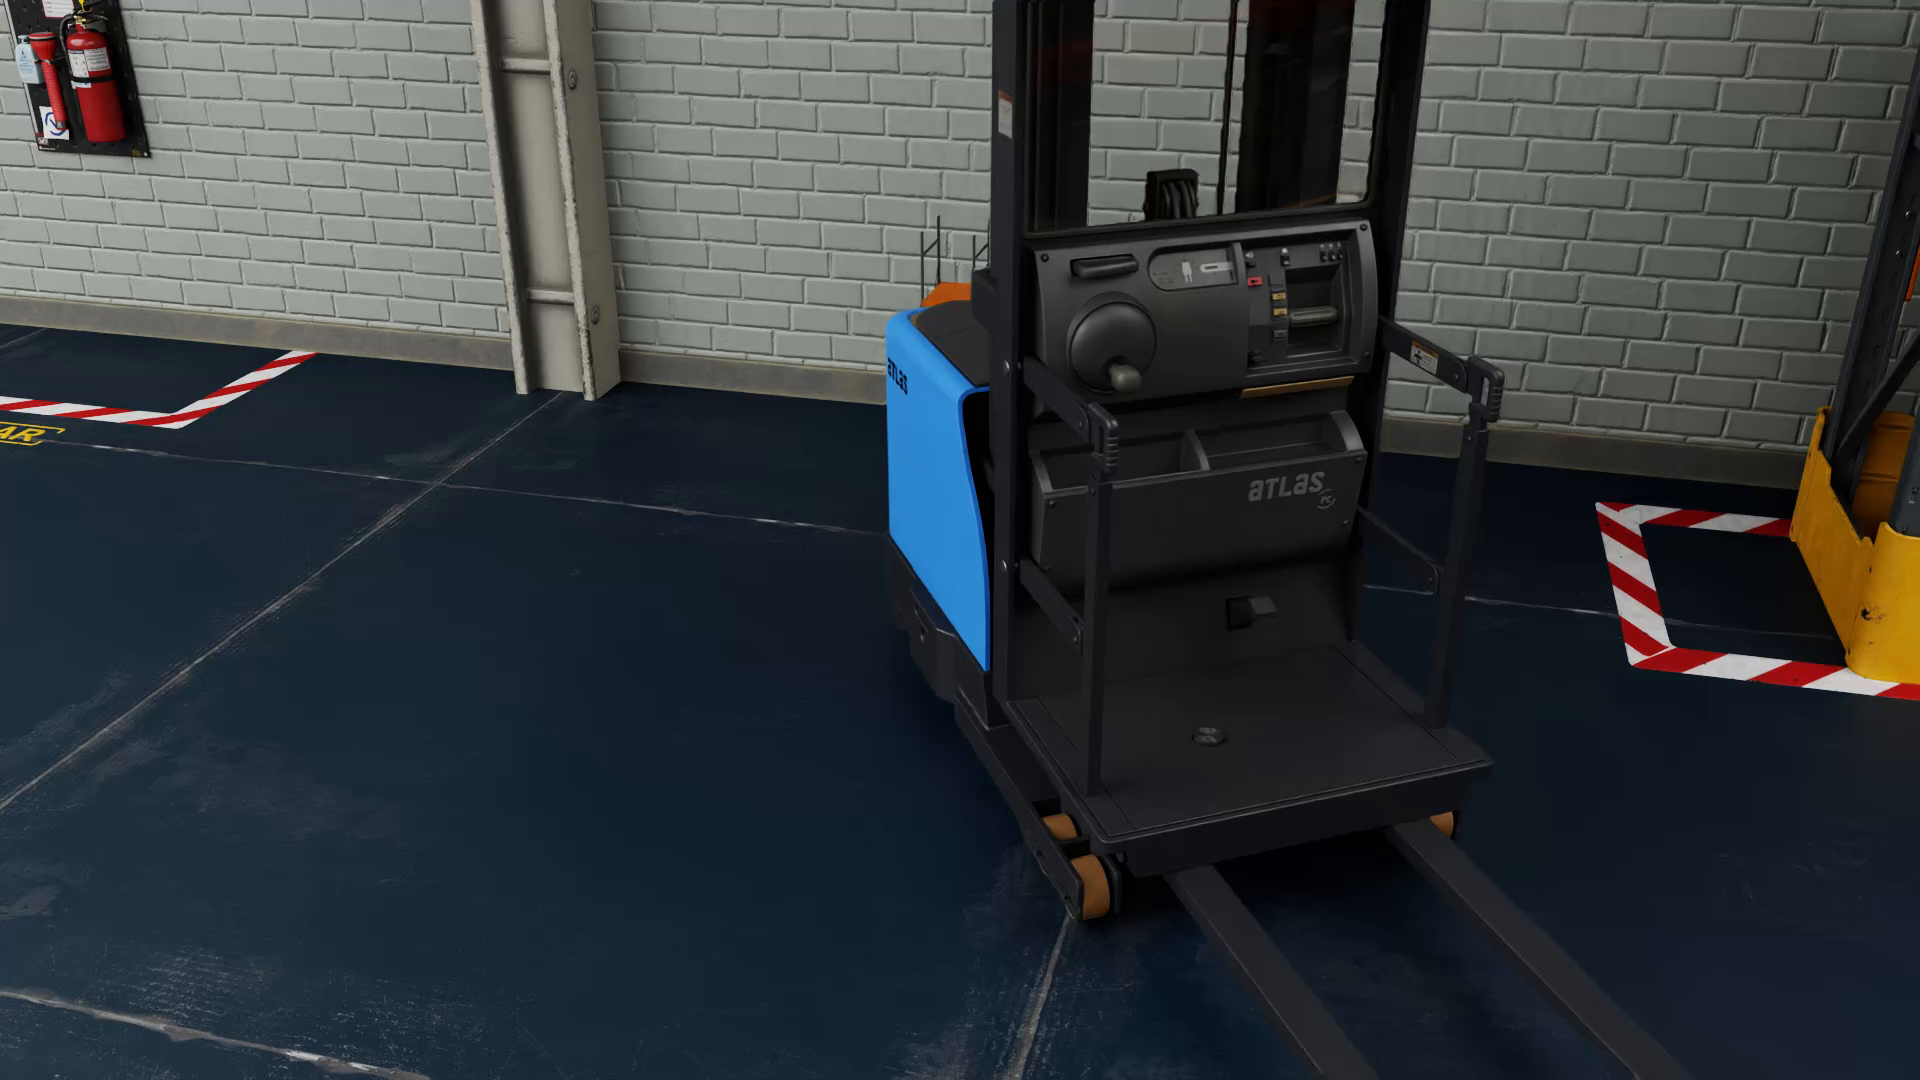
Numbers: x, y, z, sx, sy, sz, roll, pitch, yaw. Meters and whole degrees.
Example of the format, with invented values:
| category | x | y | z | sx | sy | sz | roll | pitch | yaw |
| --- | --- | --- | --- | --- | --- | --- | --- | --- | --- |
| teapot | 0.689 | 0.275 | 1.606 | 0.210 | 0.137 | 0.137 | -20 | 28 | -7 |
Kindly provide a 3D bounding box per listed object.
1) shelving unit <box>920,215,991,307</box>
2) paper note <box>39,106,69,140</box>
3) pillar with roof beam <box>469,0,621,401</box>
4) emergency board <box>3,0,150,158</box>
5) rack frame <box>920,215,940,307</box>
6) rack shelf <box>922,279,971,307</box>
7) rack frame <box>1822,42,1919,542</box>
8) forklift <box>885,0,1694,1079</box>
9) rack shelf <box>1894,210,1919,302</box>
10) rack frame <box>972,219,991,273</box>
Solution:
| category | x | y | z | sx | sy | sz | roll | pitch | yaw |
| --- | --- | --- | --- | --- | --- | --- | --- | --- | --- |
| shelving unit | -0.014 | -0.543 | 5.995 | 0.189 | 1.200 | 0.258 | 6 | 26 | 13 |
| paper note | -4.356 | -2.005 | 7.997 | 0.142 | 0.148 | 0.016 | 6 | 26 | 13 |
| pillar with roof beam | -2.890 | -2.991 | 2.064 | 0.400 | 9.000 | 9.100 | 6 | 26 | 13 |
| emergency board | -4.202 | -2.355 | 7.707 | 0.643 | 1.169 | 0.194 | 6 | 26 | 13 |
| rack frame | -0.103 | -0.553 | 6.016 | 0.006 | 1.200 | 0.240 | 6 | 26 | 13 |
| rack shelf | -0.014 | -0.828 | 5.860 | 0.180 | 0.103 | 0.258 | 6 | 26 | 13 |
| rack frame | 3.100 | -1.147 | 5.170 | 0.127 | 3.000 | 1.000 | 6 | 26 | 13 |
| forklift | 0.700 | -0.554 | 4.003 | 1.130 | 2.935 | 3.031 | -8 | 27 | -17 |
| rack shelf | 5.037 | -0.608 | 4.875 | 4.000 | 0.370 | 1.077 | 6 | 26 | 13 |
| rack frame | 0.075 | -0.533 | 5.975 | 0.006 | 1.200 | 0.240 | 6 | 26 | 13 |
